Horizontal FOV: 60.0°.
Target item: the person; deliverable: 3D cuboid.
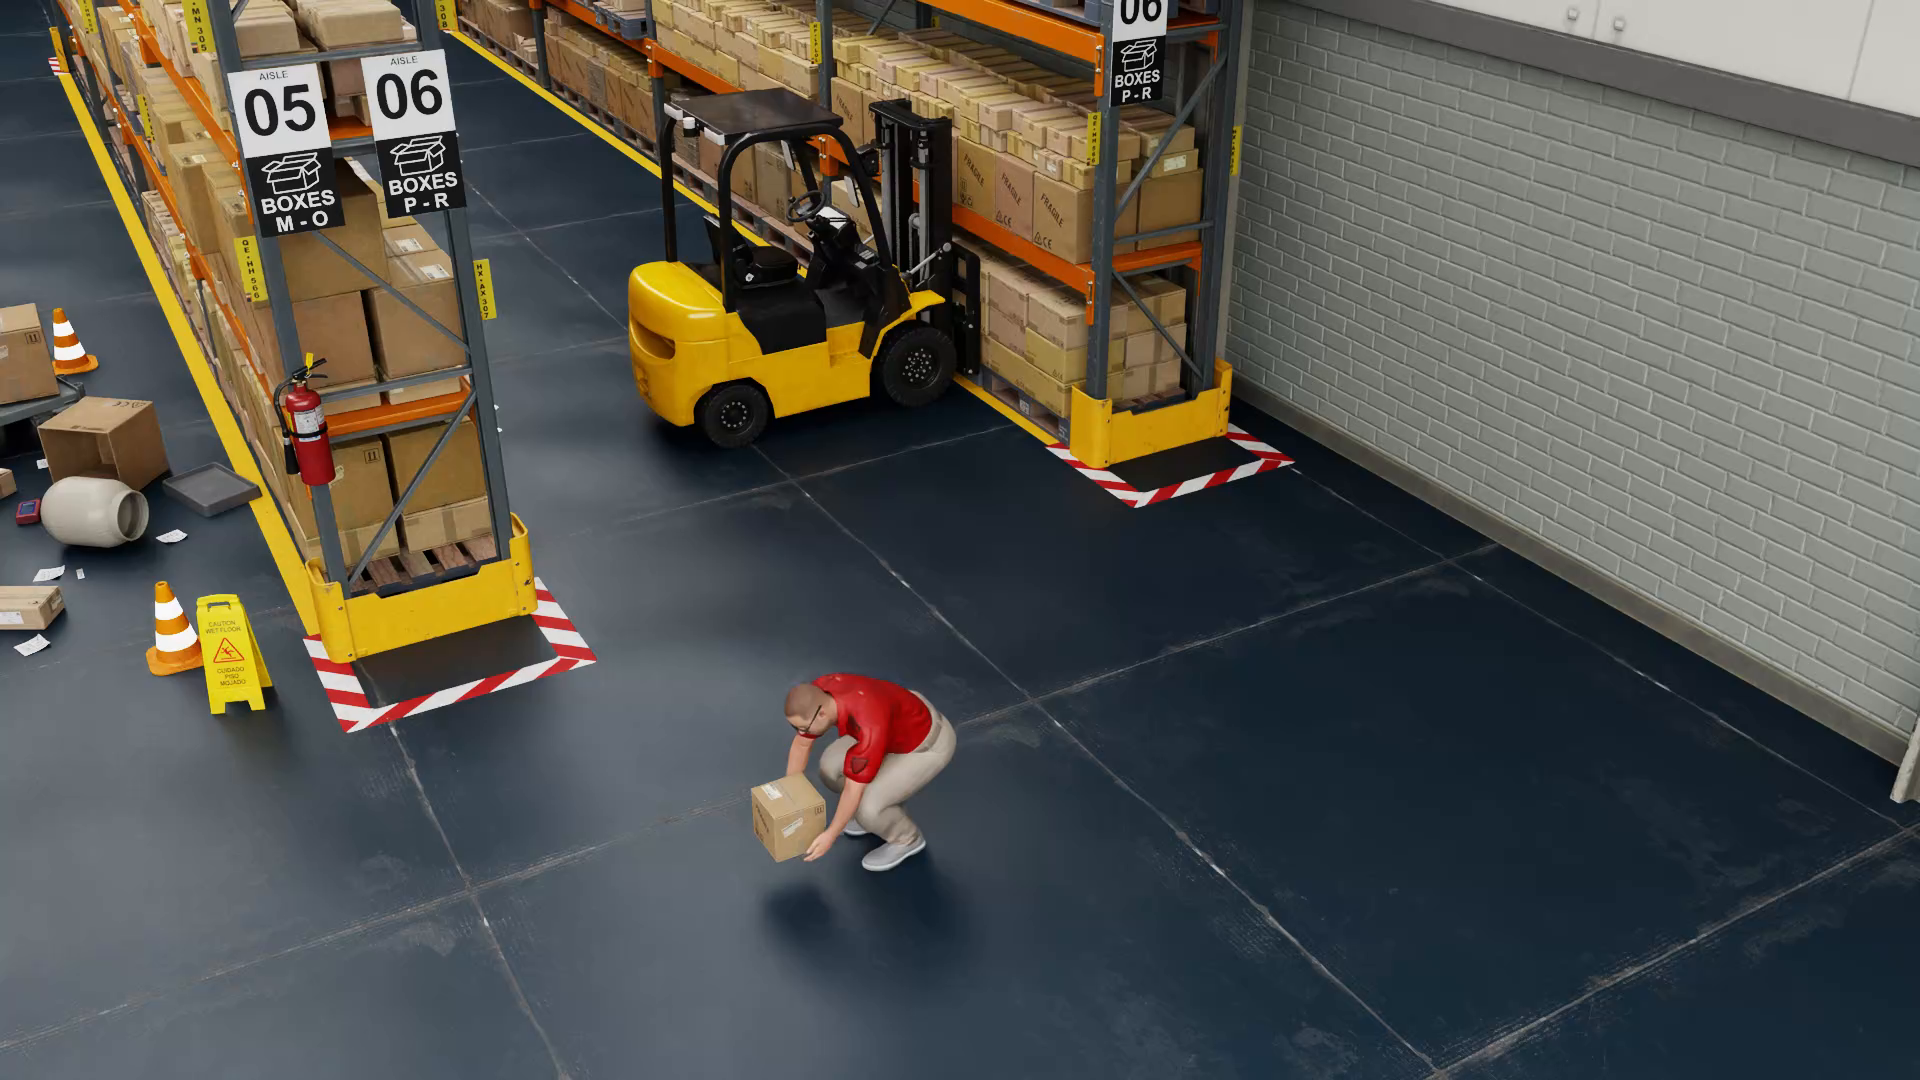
[{"bbox_3d":[-0.450,1.027,7.509,0.883,0.972,0.565,-16,33,-26],"label":"person"}]
